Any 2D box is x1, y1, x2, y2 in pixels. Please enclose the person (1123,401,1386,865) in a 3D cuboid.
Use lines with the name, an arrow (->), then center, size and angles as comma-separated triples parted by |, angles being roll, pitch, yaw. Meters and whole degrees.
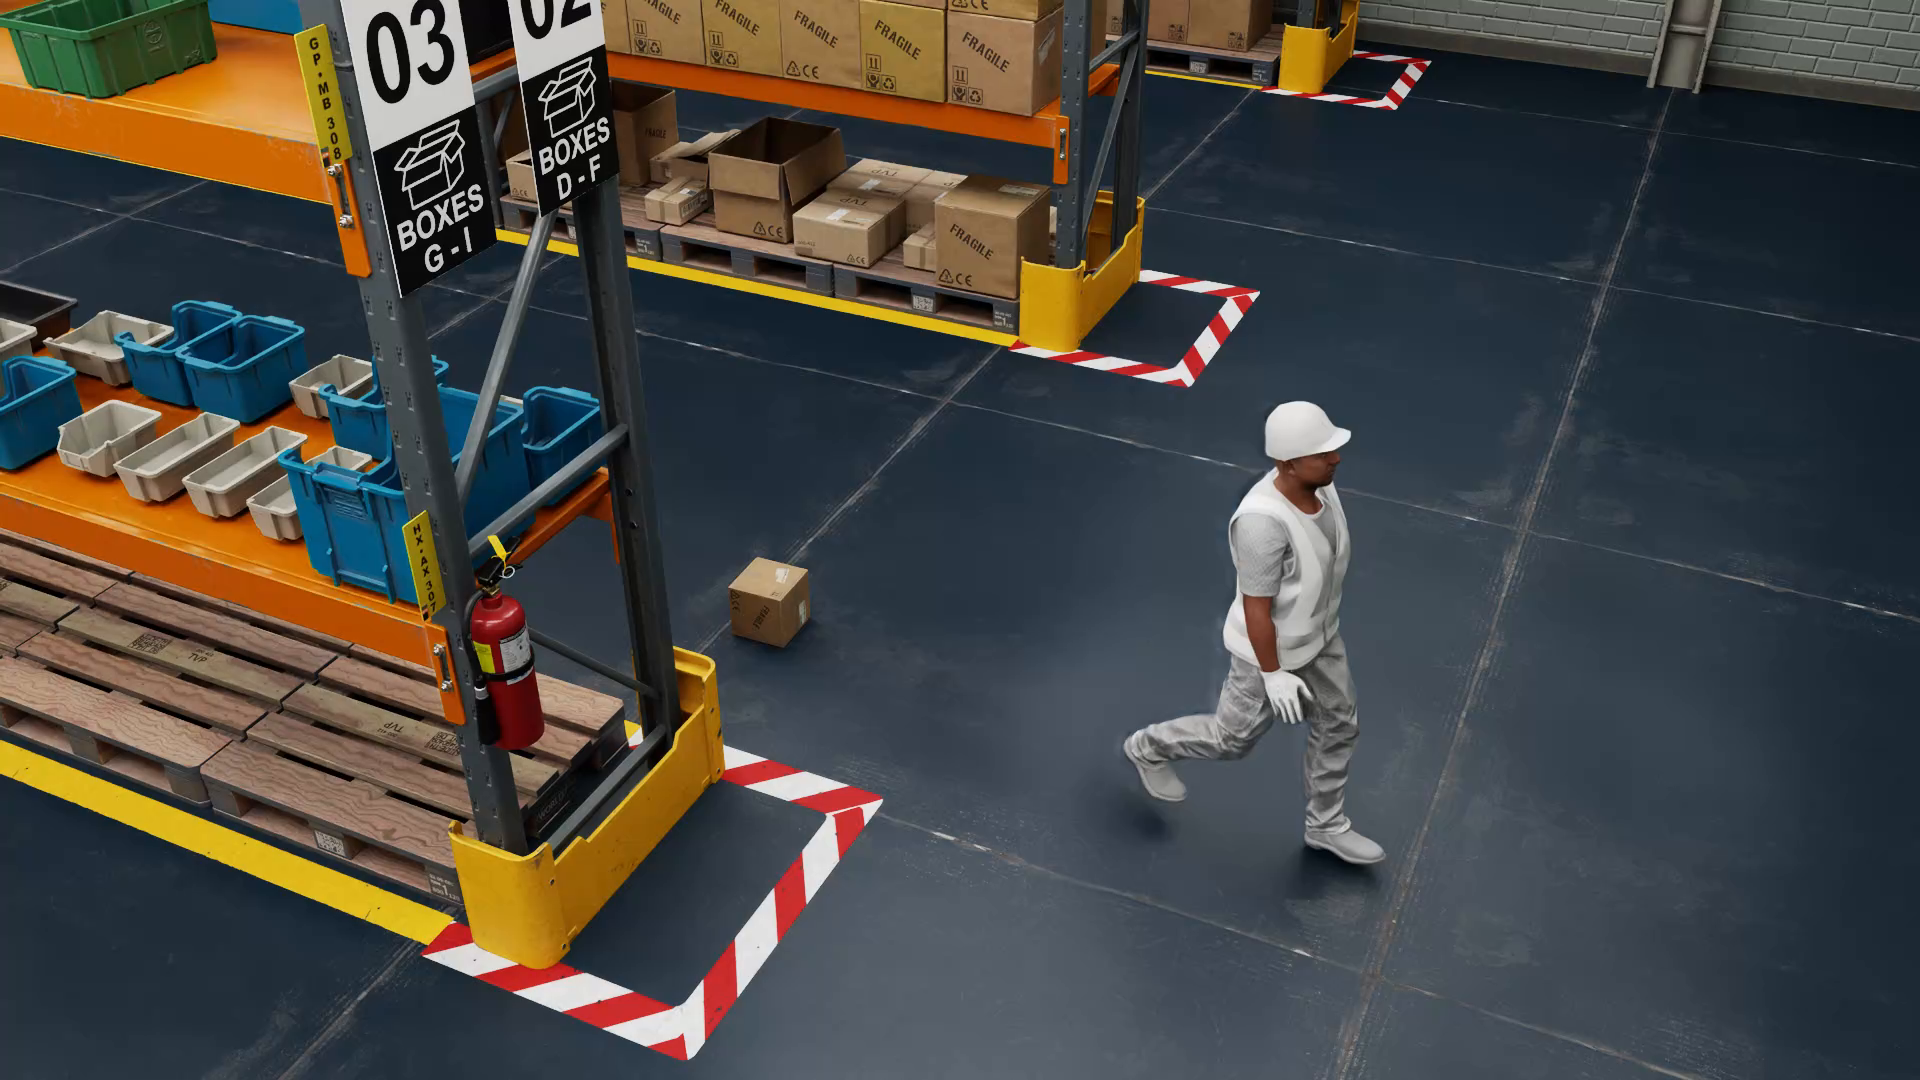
person -> 1.064, 0.317, 5.634 | 0.993, 1.746, 0.546 | 23, 40, 31
